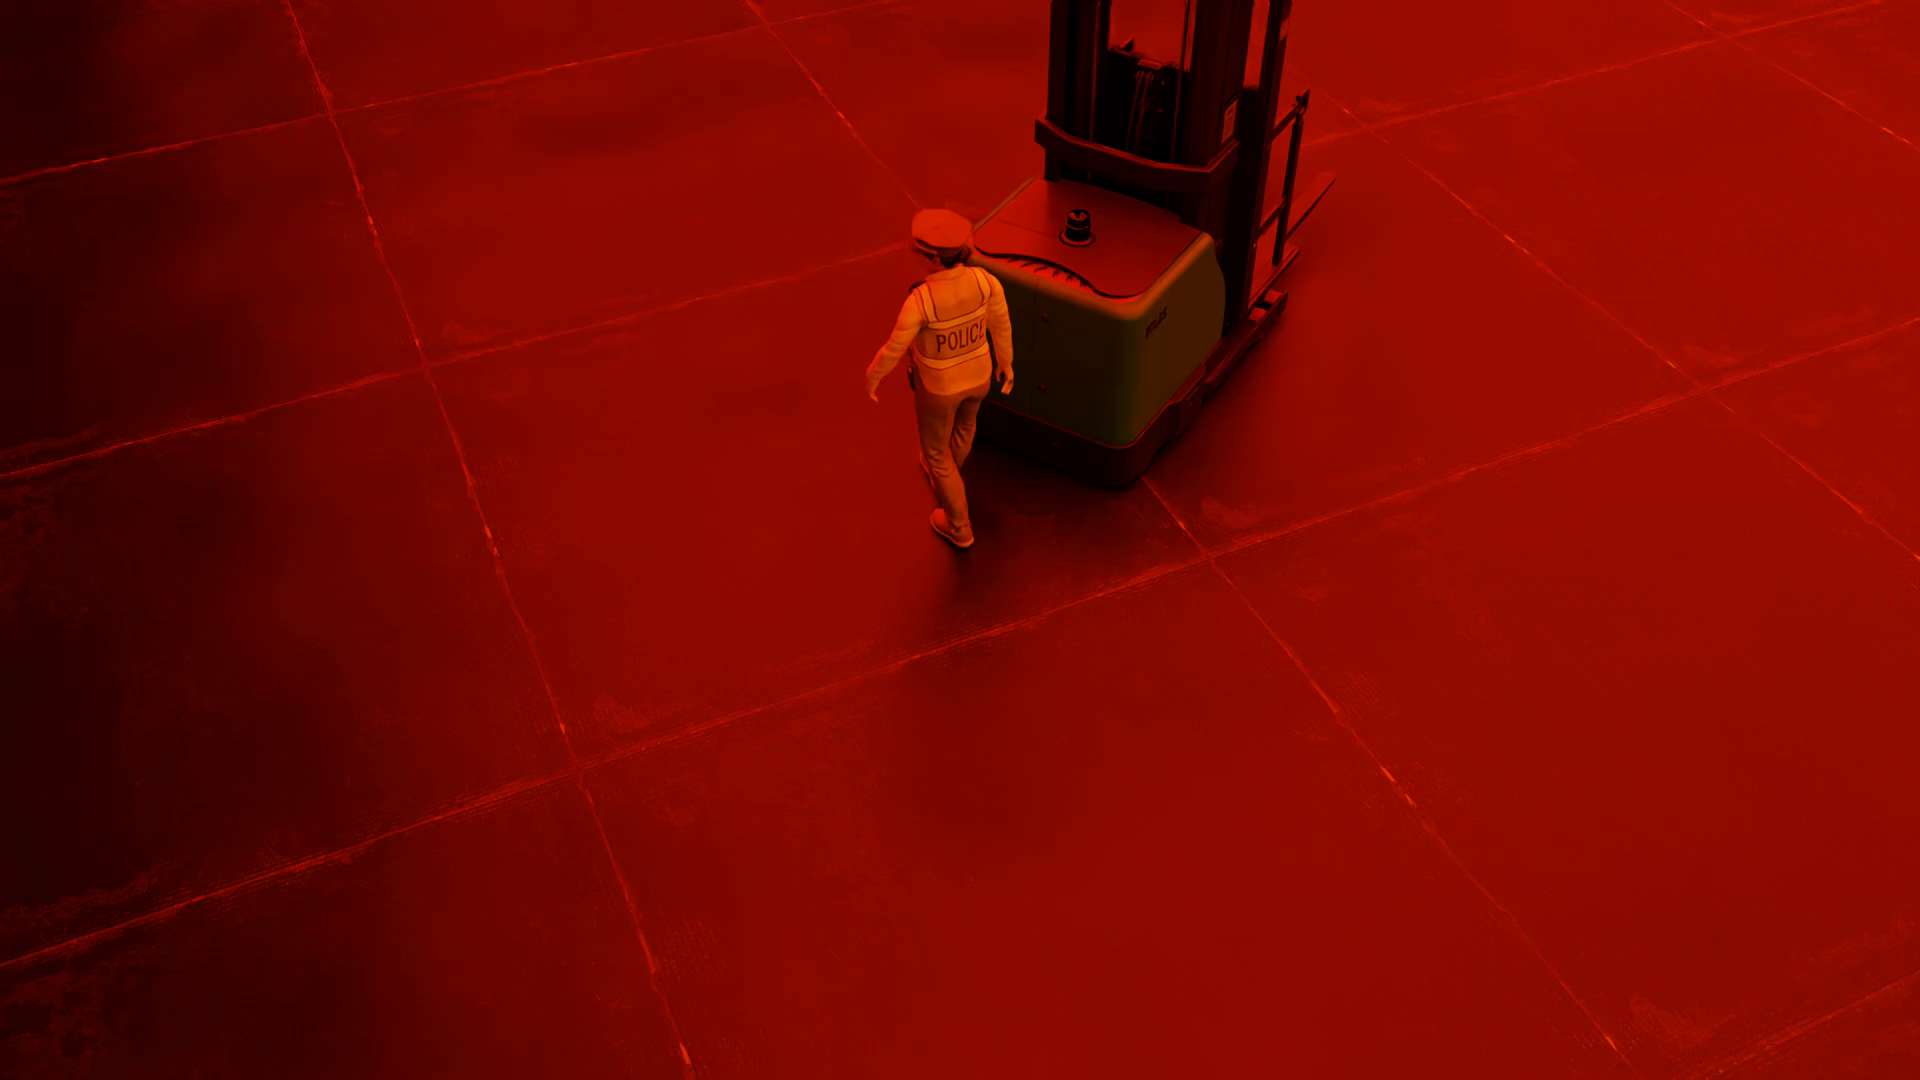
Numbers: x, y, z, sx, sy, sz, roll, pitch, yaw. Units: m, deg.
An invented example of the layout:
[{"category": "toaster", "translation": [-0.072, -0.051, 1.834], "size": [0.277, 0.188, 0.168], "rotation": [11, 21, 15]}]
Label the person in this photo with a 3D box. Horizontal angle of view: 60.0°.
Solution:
[{"category": "person", "translation": [-0.109, -0.761, 7.444], "size": [0.652, 1.644, 0.668], "rotation": [-24, 48, -23]}]

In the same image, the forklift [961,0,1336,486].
[{"category": "forklift", "translation": [1.135, -2.314, 8.160], "size": [1.130, 2.935, 3.031], "rotation": [23, 48, 23]}]
